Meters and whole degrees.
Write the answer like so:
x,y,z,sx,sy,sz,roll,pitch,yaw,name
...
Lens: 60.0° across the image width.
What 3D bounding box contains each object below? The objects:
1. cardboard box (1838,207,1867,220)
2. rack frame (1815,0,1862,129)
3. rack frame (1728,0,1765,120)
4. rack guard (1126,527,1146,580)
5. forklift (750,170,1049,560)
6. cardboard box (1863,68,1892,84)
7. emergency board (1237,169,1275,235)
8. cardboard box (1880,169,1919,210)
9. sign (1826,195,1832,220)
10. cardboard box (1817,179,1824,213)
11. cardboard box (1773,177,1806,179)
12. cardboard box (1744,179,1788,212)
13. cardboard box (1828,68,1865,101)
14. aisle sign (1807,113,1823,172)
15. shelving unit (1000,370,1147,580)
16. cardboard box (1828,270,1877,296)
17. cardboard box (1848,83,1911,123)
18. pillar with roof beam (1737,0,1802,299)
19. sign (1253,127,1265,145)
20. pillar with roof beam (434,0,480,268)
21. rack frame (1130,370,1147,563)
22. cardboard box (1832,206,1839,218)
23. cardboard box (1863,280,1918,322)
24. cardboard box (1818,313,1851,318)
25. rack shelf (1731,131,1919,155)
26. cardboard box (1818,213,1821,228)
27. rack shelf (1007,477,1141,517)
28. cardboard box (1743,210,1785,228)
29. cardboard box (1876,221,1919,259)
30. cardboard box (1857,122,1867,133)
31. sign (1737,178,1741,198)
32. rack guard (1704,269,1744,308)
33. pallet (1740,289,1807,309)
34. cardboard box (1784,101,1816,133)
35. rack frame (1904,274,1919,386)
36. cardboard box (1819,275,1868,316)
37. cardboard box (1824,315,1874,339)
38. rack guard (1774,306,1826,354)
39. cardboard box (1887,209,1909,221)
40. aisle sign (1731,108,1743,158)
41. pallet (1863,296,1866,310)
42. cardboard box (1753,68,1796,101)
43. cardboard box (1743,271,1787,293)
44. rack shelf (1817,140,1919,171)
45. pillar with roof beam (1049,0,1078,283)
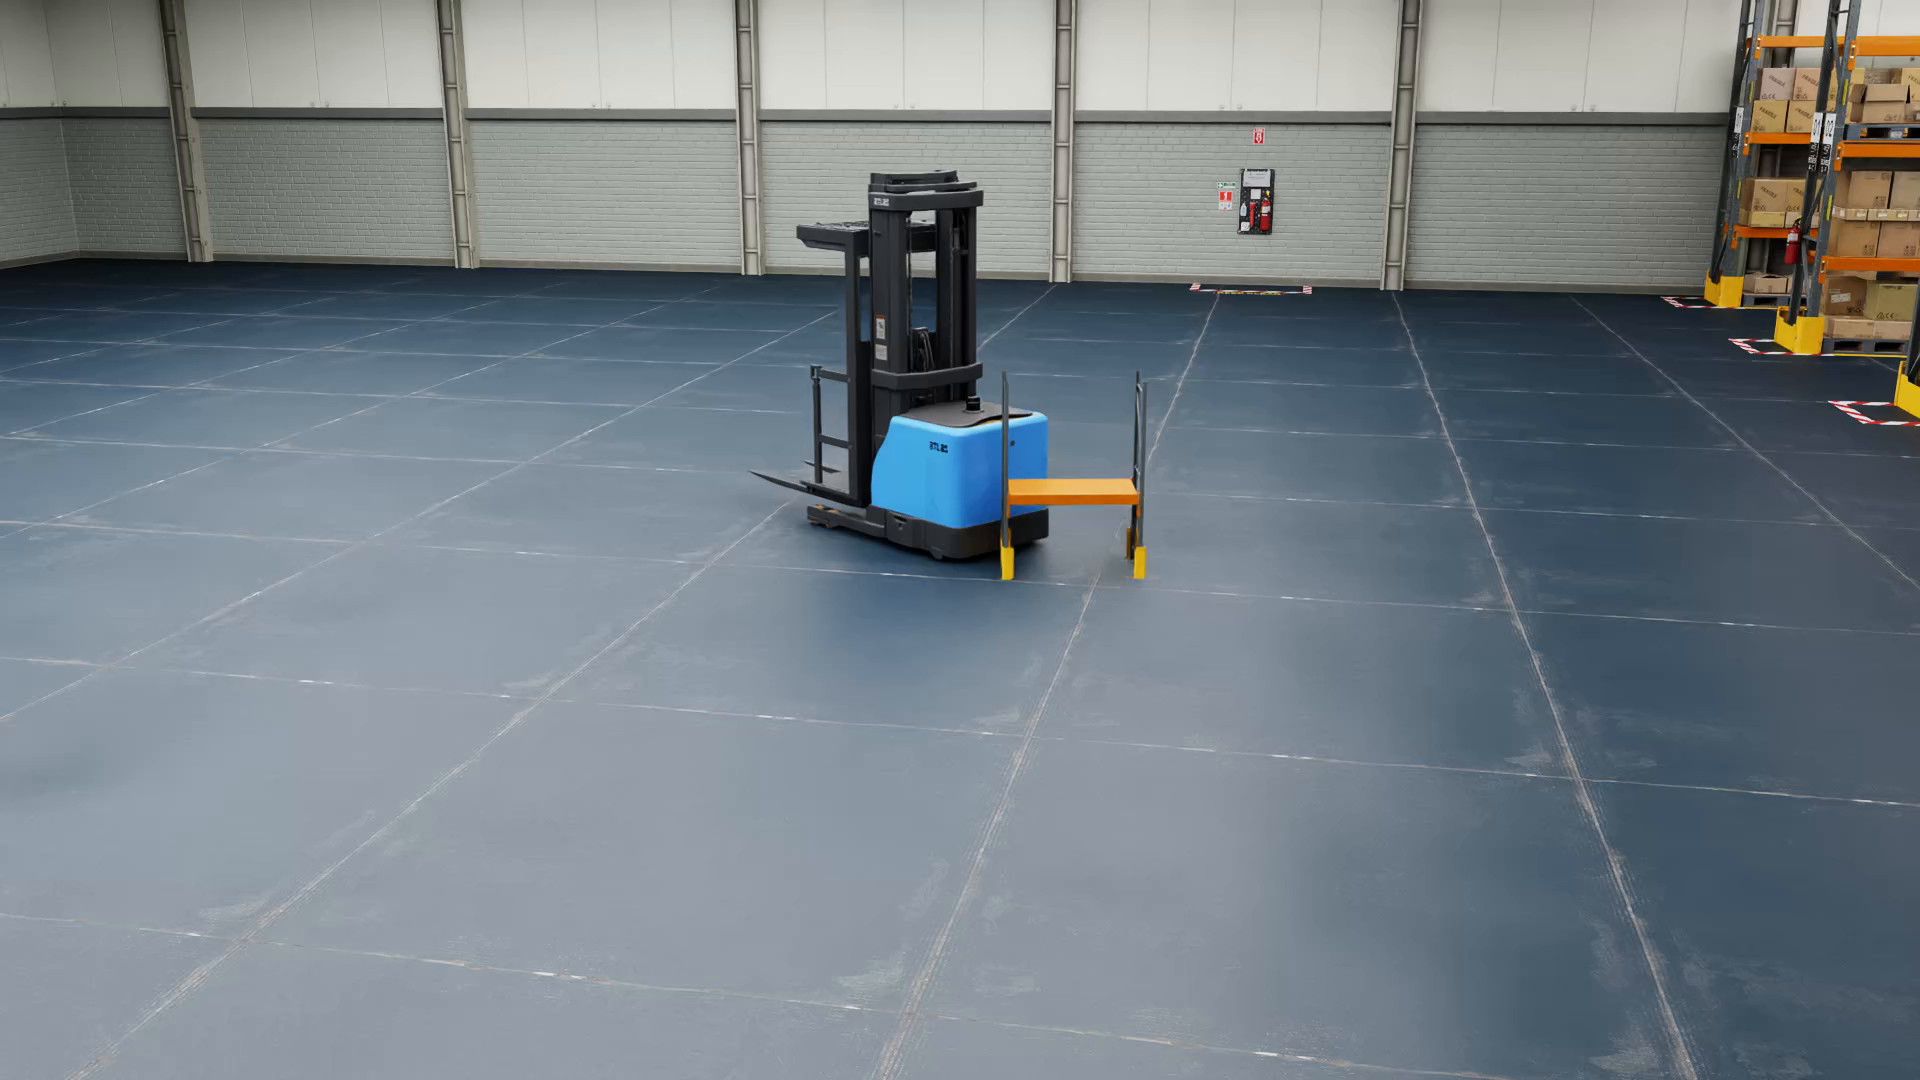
x,y,z,sx,sy,sz,roll,pitch,yaw,name
12.144,-4.440,22.627,0.250,0.149,0.380,3,16,11,cardboard box
11.802,-7.047,22.205,0.127,3.000,1.000,3,16,11,rack frame
12.785,-8.343,26.884,0.127,3.000,1.000,3,16,11,rack frame
1.354,0.099,12.794,0.087,0.250,0.587,0,15,-1,rack guard
-0.644,-1.583,13.844,1.130,2.935,3.031,-14,20,-40,forklift
14.767,-7.396,26.985,0.500,0.500,0.500,3,16,11,cardboard box
5.350,-6.102,30.030,0.643,1.169,0.194,3,16,11,emergency board
12.825,-4.772,22.611,0.500,0.500,0.700,3,16,10,cardboard box
11.685,-4.467,22.357,0.005,0.325,0.100,3,16,11,sign
14.181,-5.589,27.017,0.500,0.500,0.500,3,16,9,cardboard box
13.781,-5.752,27.606,0.500,0.500,0.500,3,16,12,cardboard box
13.193,-5.647,27.226,0.500,0.500,0.500,3,16,11,cardboard box
14.100,-7.289,26.599,0.500,0.500,0.500,4,16,13,cardboard box
11.796,-5.489,22.949,0.004,0.787,0.394,3,16,11,aisle sign
0.857,-0.501,12.621,1.083,1.500,0.587,0,15,-1,shelving unit
14.713,-4.317,27.444,0.500,0.500,0.700,2,16,8,cardboard box
12.364,-5.890,22.402,0.637,0.503,0.797,4,16,15,cardboard box
12.786,-7.406,23.501,0.400,9.000,9.100,3,16,11,pillar with roof beam
5.362,-7.245,29.816,0.199,0.298,0.001,3,16,11,sign
-10.733,-8.683,28.110,0.400,9.000,9.100,3,16,11,pillar with roof beam
1.356,-0.503,12.627,0.032,1.500,0.500,0,15,-1,rack frame
12.214,-4.546,23.012,0.250,0.149,0.380,3,16,10,cardboard box
12.773,-3.282,22.809,0.500,0.500,0.500,3,16,11,cardboard box
12.386,-3.082,23.493,0.500,0.250,0.500,3,16,11,cardboard box
14.745,-6.445,26.996,4.000,0.370,1.077,3,16,11,rack shelf
14.210,-5.228,27.119,0.500,0.250,0.500,3,16,10,cardboard box
0.847,-0.328,12.669,1.000,0.185,0.538,0,15,-1,rack shelf
13.200,-5.280,27.308,0.500,0.250,0.500,3,16,9,cardboard box
12.772,-4.149,22.794,0.500,0.500,0.700,4,16,13,cardboard box
14.621,-6.785,26.652,0.500,0.500,0.500,4,16,15,cardboard box
12.677,-5.727,27.057,0.005,0.325,0.100,3,16,11,sign
12.860,-4.243,28.004,0.348,0.500,1.175,3,16,11,rack guard
13.649,-4.052,27.853,1.213,0.211,1.003,3,16,11,pallet
13.582,-6.834,26.831,0.500,0.500,0.500,4,16,15,cardboard box
10.811,-2.861,18.329,0.127,3.000,1.000,3,16,11,rack frame
12.387,-3.444,23.395,0.500,0.500,0.500,3,16,11,cardboard box
12.283,-2.947,23.004,0.500,0.250,0.500,3,16,11,cardboard box
11.778,-2.953,23.344,0.348,0.500,1.175,3,16,11,rack guard
12.647,-4.413,22.530,0.250,0.149,0.380,3,16,11,cardboard box
12.655,-6.630,27.068,0.004,0.787,0.394,3,16,11,aisle sign
14.841,-3.986,27.616,1.213,0.211,1.003,3,16,11,pallet
13.115,-7.353,26.831,0.500,0.500,0.500,2,16,7,cardboard box
13.445,-4.308,27.767,0.500,0.311,0.500,1,16,5,cardboard box
13.762,-5.149,22.317,4.000,0.370,1.077,3,16,11,rack shelf
1.027,-8.045,25.805,0.400,9.000,9.100,3,16,11,pillar with roof beam
